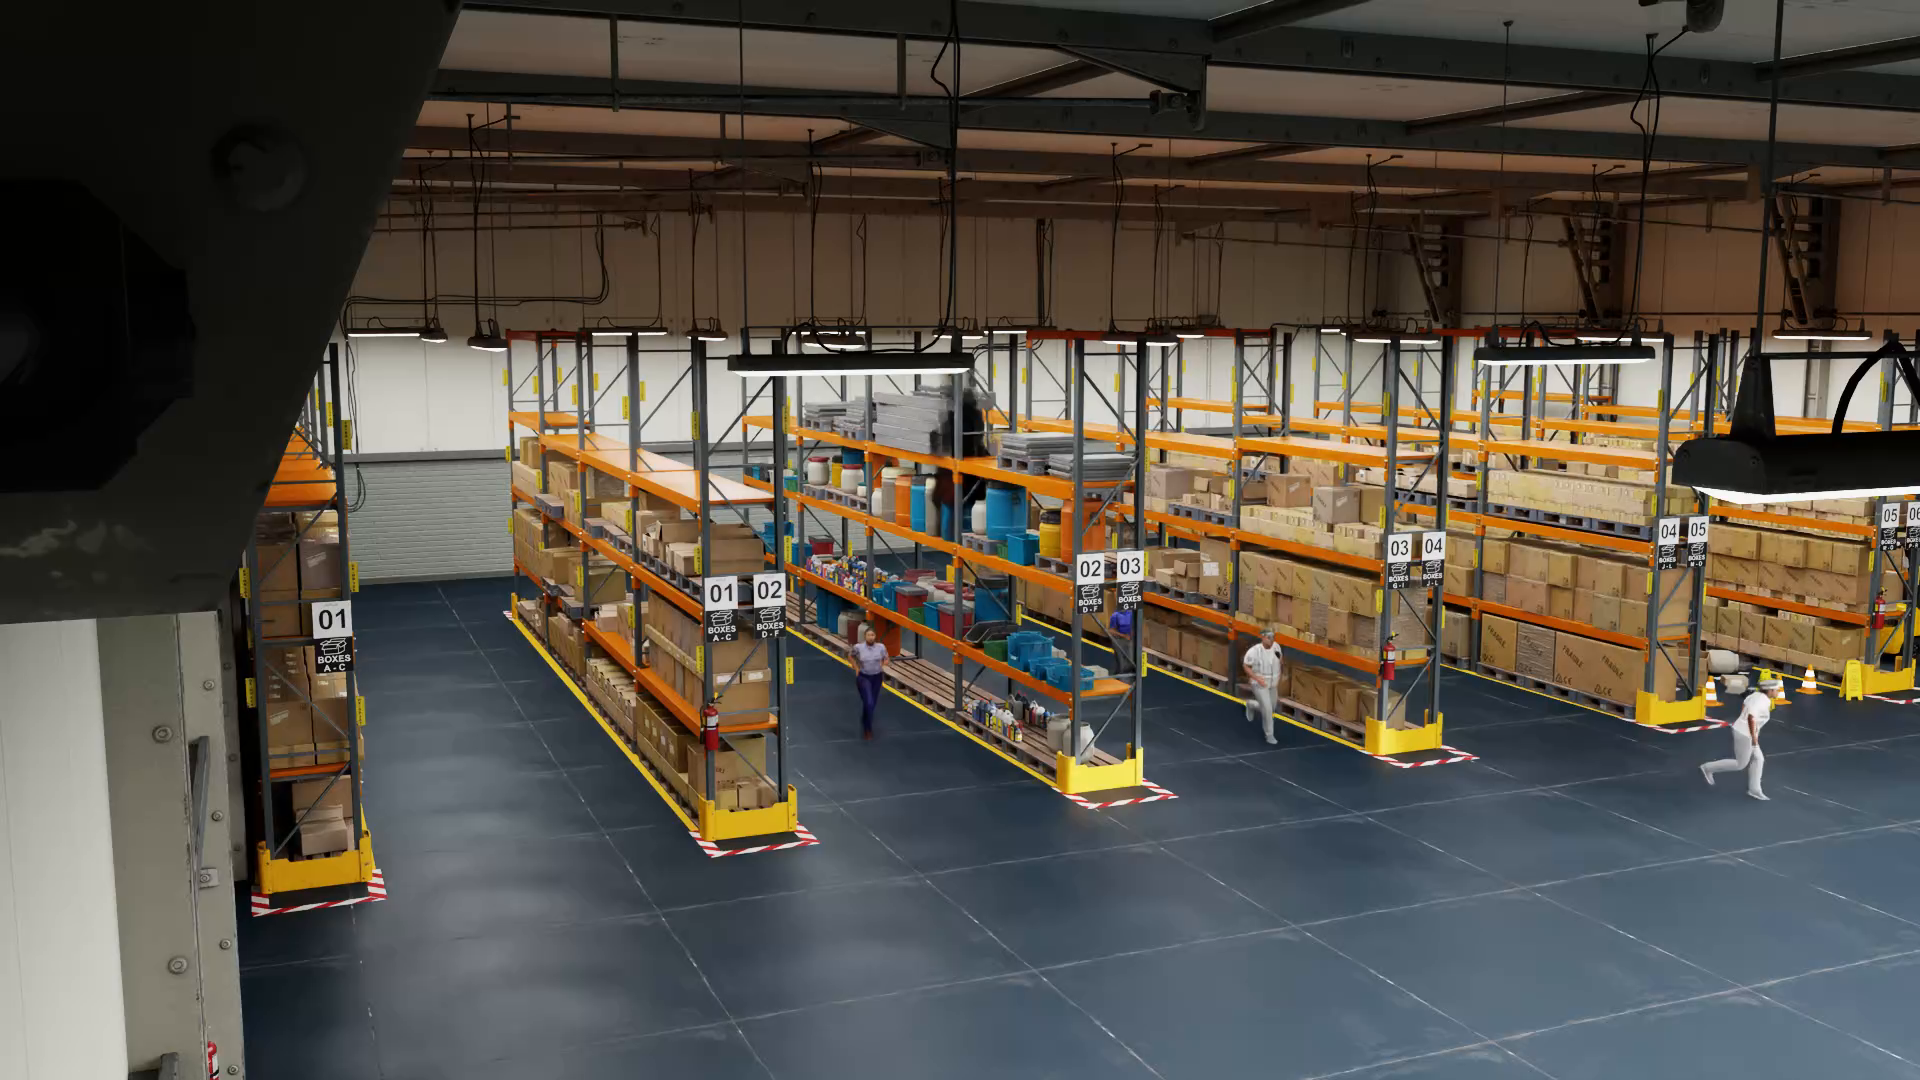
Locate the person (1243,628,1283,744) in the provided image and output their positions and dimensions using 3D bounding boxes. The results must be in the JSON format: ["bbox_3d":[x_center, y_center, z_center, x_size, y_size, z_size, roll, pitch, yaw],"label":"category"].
[{"bbox_3d":[4.498,2.134,24.838,0.678,1.763,0.830,-4,9,-26],"label":"person"}]

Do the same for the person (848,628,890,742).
[{"bbox_3d":[-1.340,2.157,24.967,0.575,1.707,0.756,-3,8,-23],"label":"person"}]

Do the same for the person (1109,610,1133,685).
[{"bbox_3d":[2.779,1.752,27.840,0.562,1.618,0.562,-3,8,-21],"label":"person"}]

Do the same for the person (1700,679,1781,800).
[{"bbox_3d":[10.249,2.602,21.869,0.914,1.631,0.584,2,8,13],"label":"person"}]
